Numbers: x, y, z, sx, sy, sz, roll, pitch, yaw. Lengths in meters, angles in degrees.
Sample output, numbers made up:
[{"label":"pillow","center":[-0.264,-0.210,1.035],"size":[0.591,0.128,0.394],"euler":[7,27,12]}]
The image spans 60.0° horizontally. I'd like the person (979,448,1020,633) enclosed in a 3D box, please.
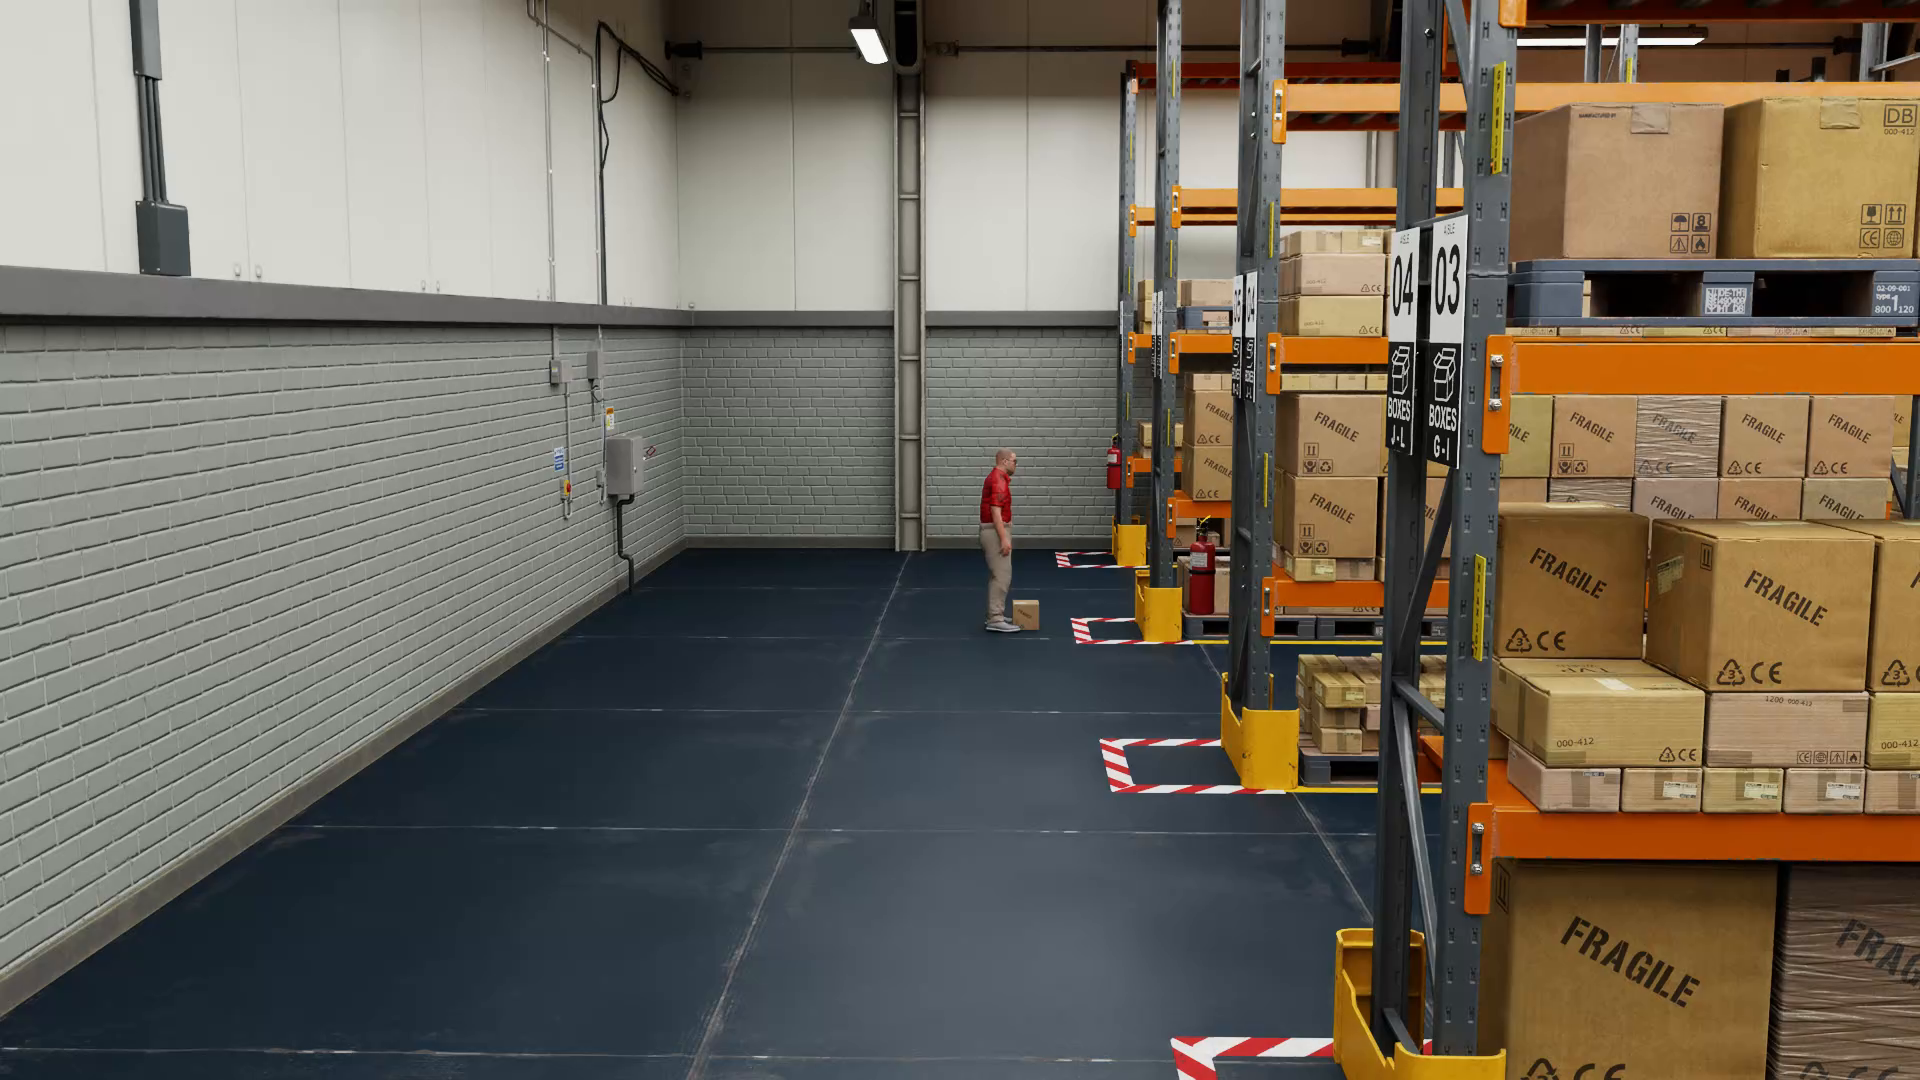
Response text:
[{"label":"person","center":[0.377,-0.013,15.923],"size":[0.389,1.727,0.606],"euler":[0,7,-2]}]
